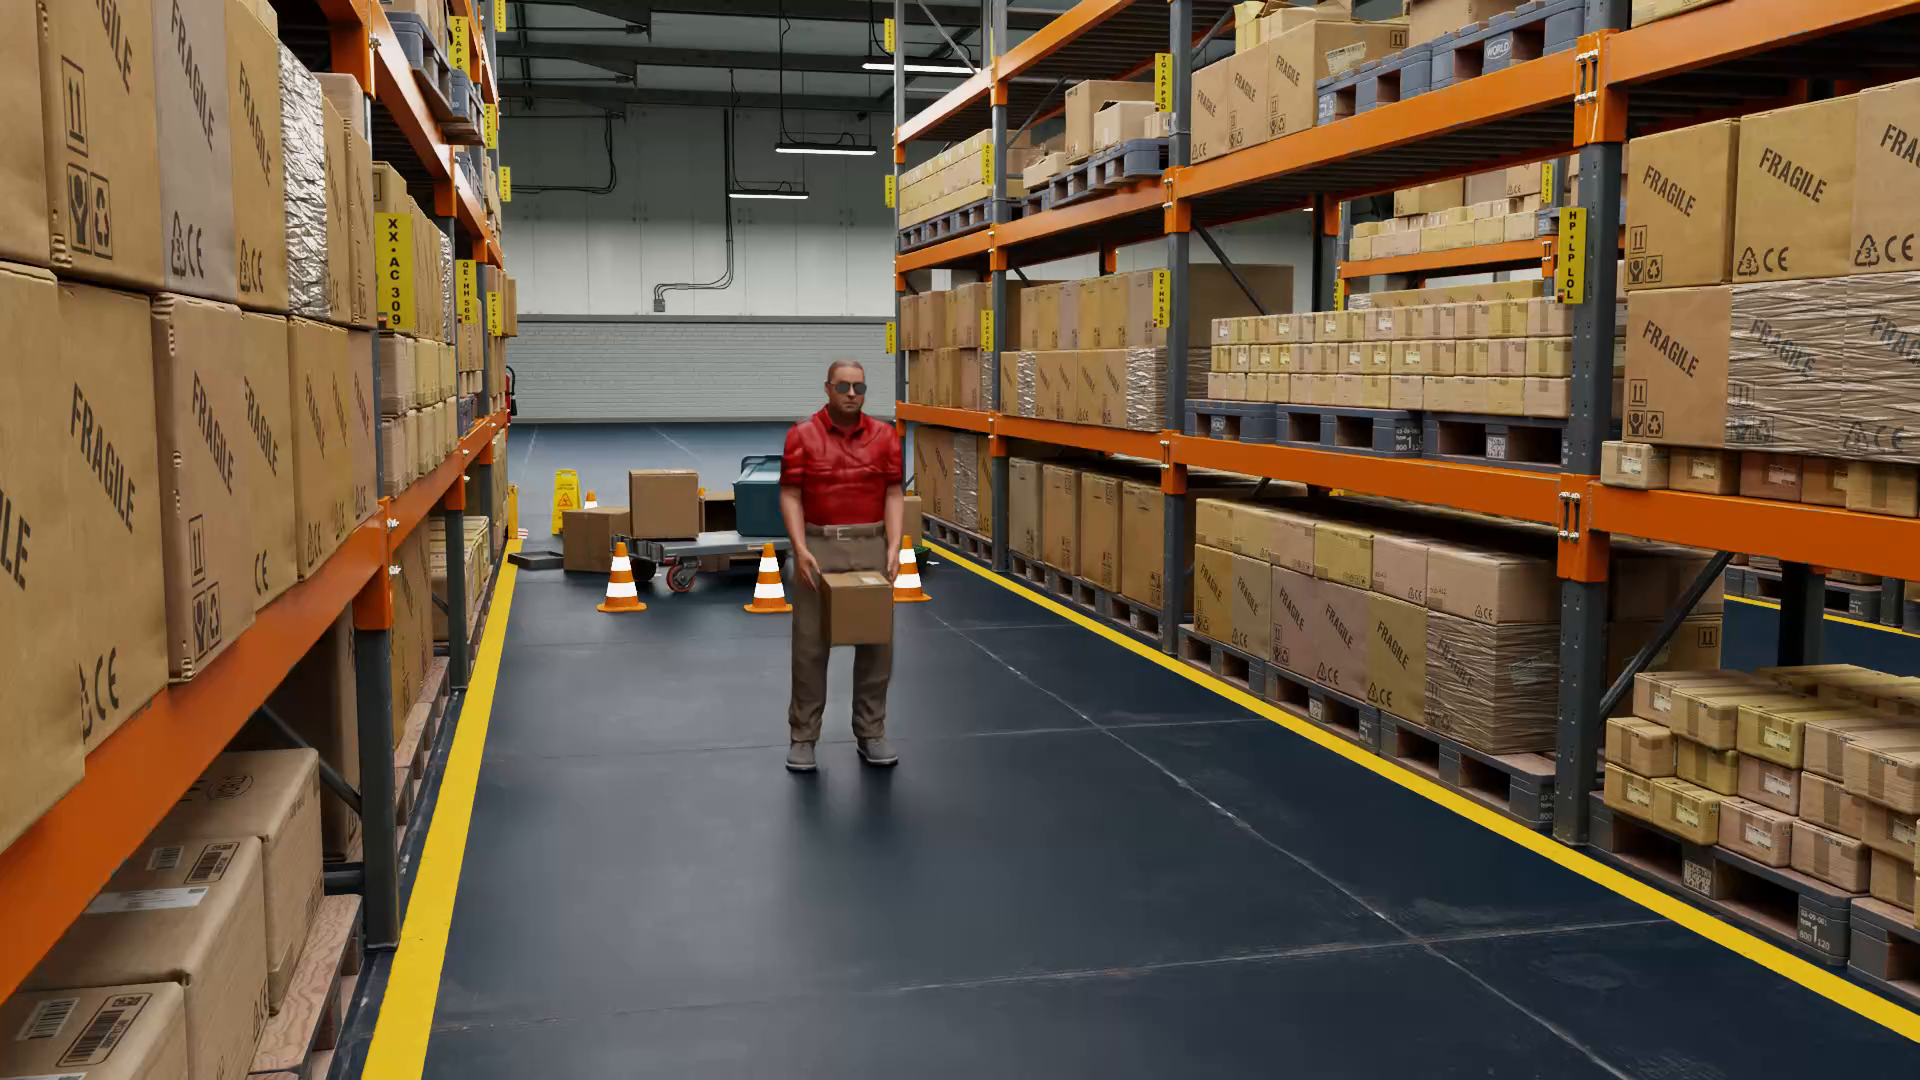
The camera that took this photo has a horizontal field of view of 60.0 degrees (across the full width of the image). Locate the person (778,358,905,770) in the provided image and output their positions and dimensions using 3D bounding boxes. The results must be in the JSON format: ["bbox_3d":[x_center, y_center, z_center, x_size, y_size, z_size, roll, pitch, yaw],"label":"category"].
[{"bbox_3d":[-0.494,0.093,7.107,0.547,1.732,0.397,-2,6,-15],"label":"person"}]
